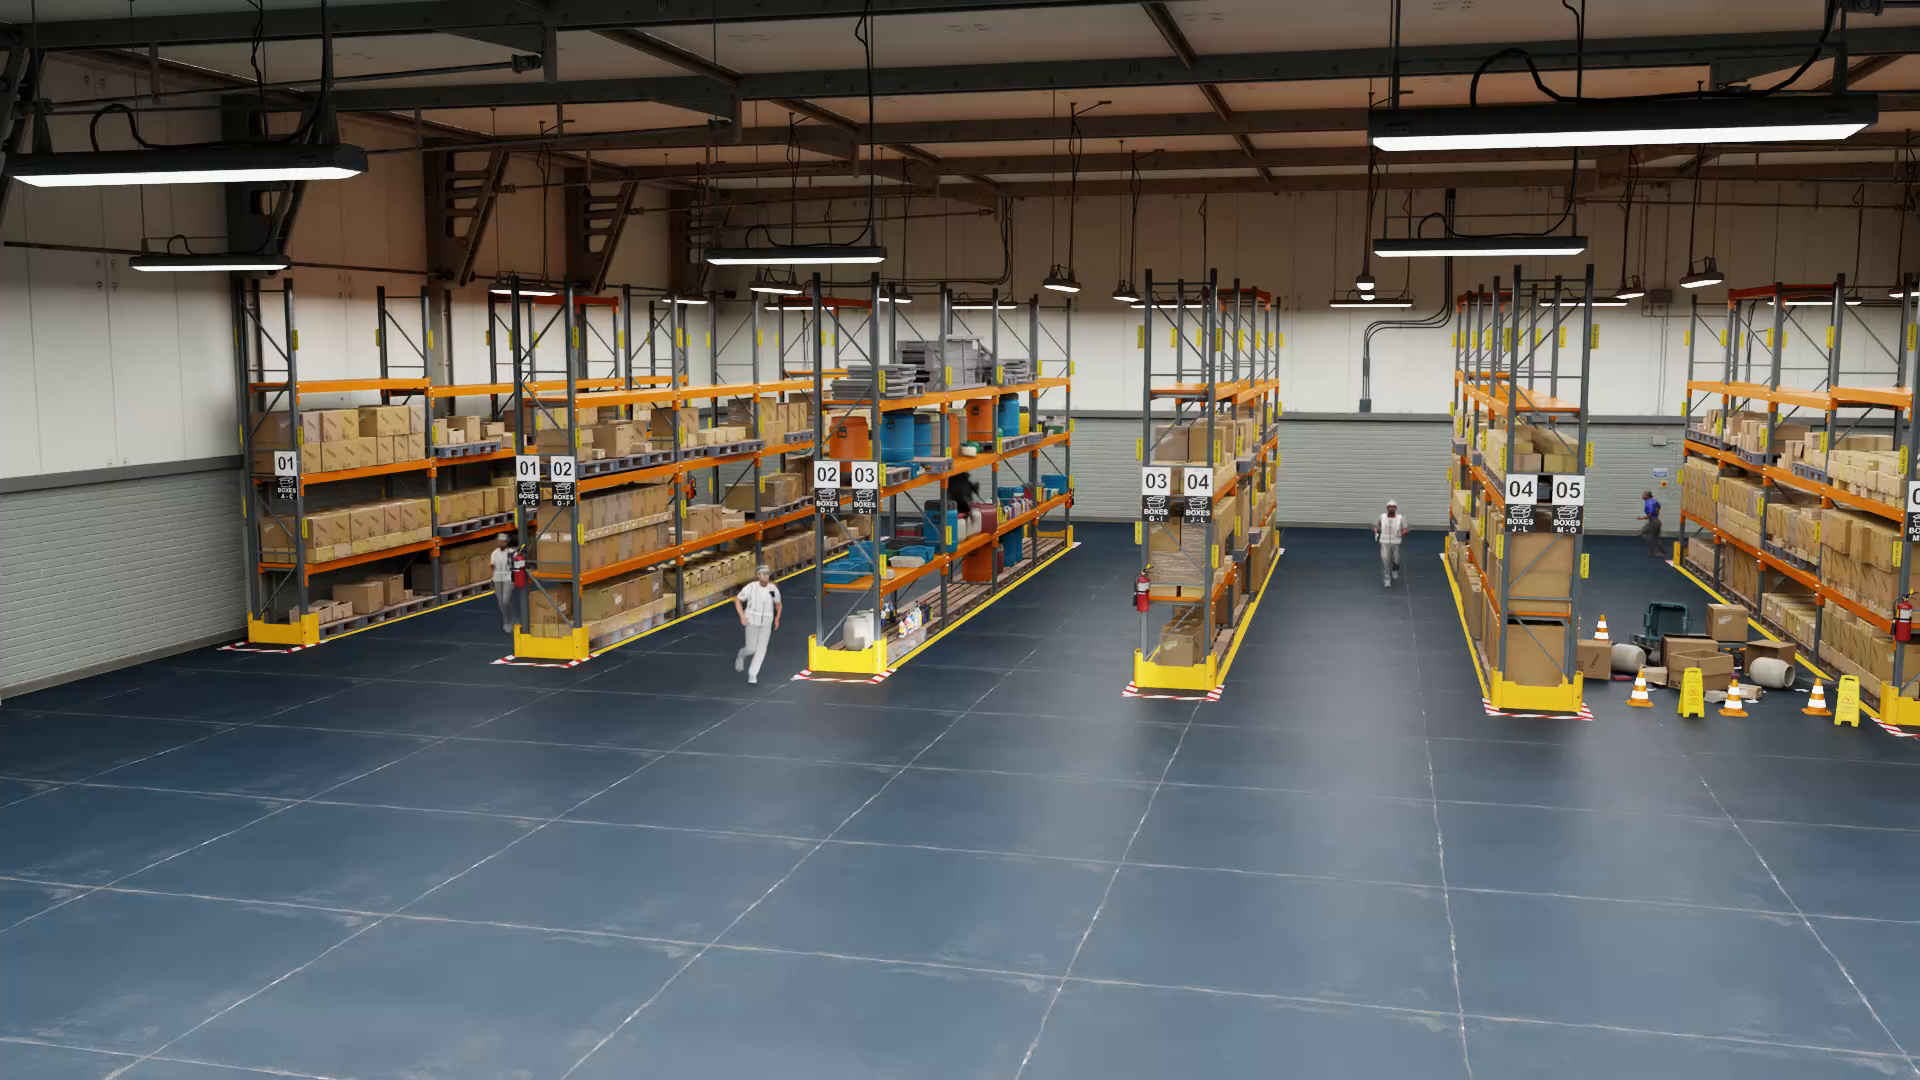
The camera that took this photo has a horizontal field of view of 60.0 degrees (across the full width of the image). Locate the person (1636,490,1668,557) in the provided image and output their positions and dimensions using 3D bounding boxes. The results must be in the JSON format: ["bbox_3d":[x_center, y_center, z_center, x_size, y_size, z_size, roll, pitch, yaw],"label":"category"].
[{"bbox_3d":[16.035,-0.360,38.494,0.746,1.600,0.594,2,7,18],"label":"person"}]

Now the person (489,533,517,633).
[{"bbox_3d":[-7.841,0.744,28.630,0.553,1.742,0.681,1,7,8],"label":"person"}]

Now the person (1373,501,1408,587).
[{"bbox_3d":[8.793,0.067,33.987,0.694,1.748,0.804,2,7,16],"label":"person"}]

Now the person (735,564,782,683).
[{"bbox_3d":[-2.947,1.211,24.596,0.705,1.713,0.666,-3,7,-22],"label":"person"}]
